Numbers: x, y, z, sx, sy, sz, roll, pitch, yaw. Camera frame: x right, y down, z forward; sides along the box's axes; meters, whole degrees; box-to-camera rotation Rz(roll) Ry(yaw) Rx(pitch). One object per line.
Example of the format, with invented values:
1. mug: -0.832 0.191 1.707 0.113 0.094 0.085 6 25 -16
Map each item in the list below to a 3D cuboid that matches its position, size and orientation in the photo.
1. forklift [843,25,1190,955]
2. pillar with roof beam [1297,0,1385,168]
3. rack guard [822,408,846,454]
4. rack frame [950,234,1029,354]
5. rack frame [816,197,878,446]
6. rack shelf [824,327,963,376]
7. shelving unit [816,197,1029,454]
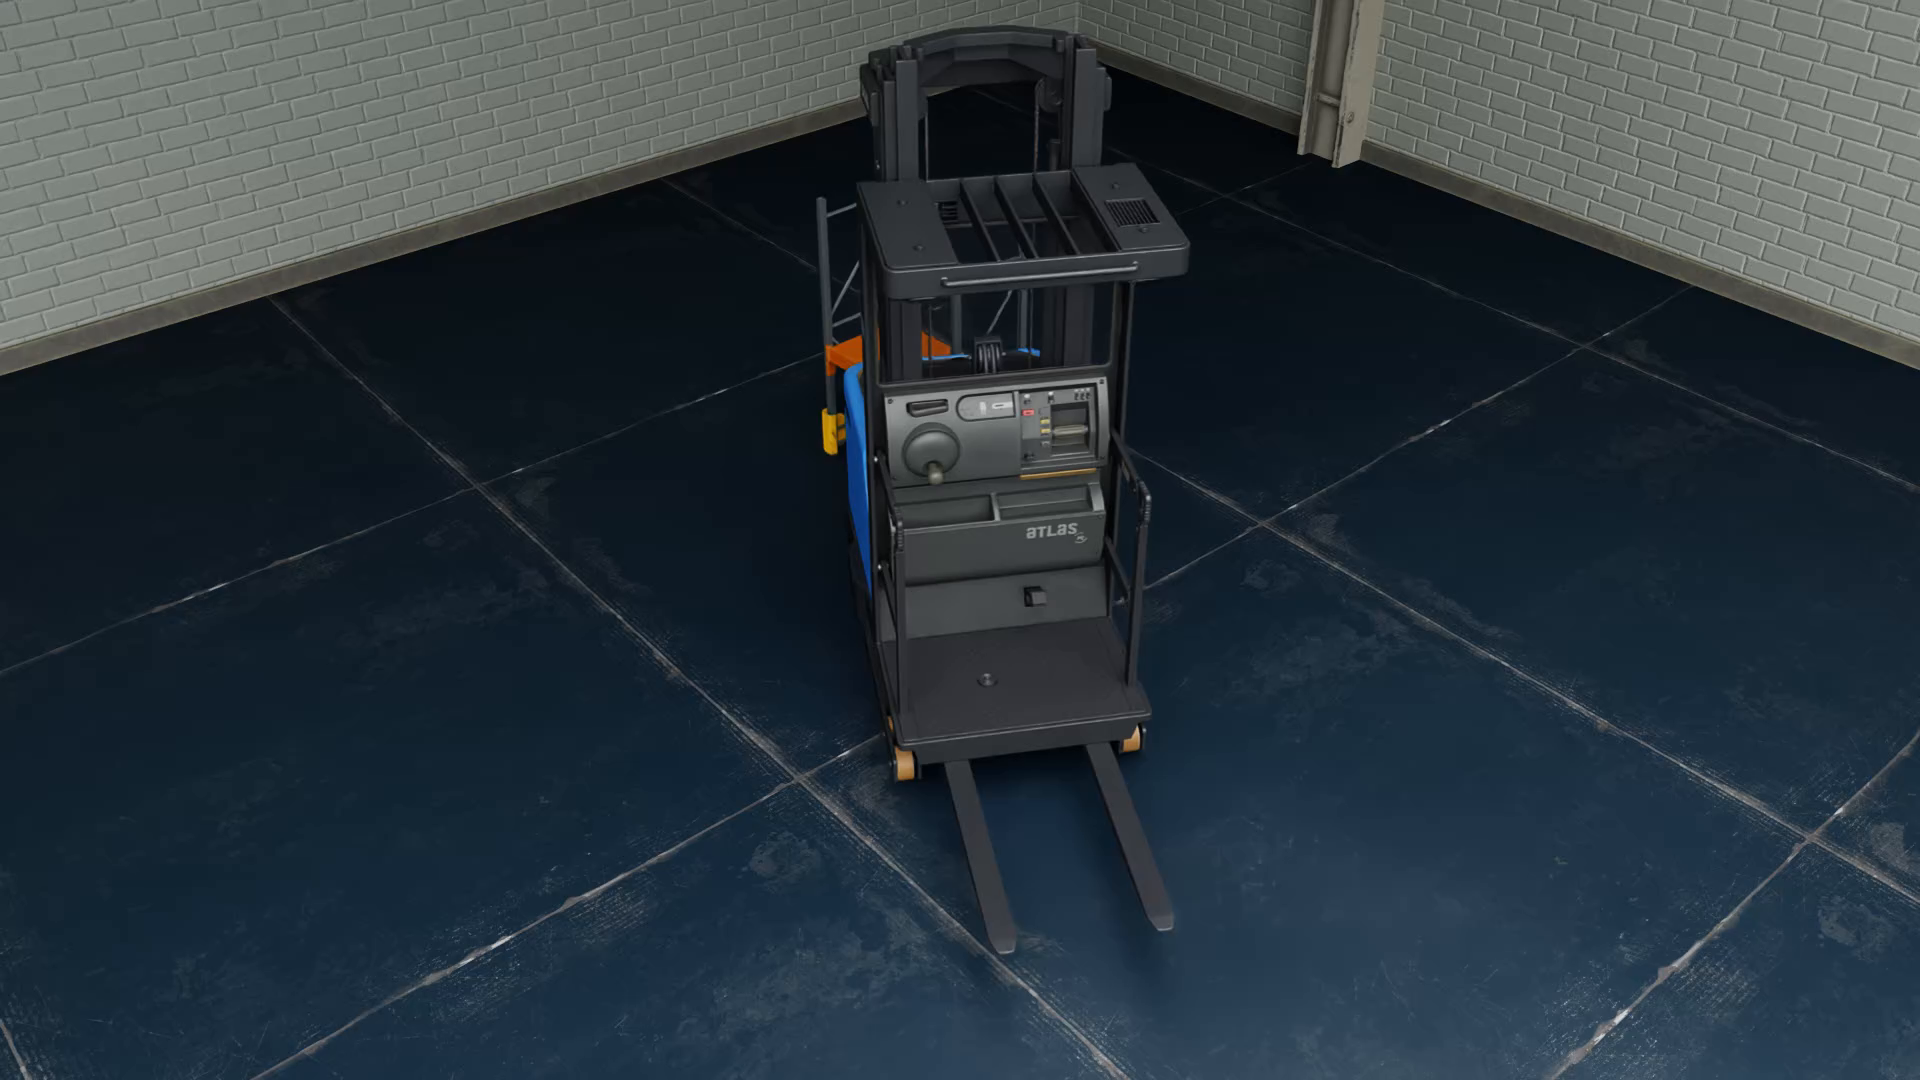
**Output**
1. forklift: 0.196 -0.386 6.661 1.130 2.935 3.031 -6 36 -8
2. pillar with roof beam: -0.437 -5.036 7.975 9.100 9.000 0.400 -26 43 -32
3. rack guard: -0.534 -0.712 9.440 0.587 0.250 0.087 -28 44 -34
4. rack frame: 0.146 -0.800 8.483 0.500 1.500 0.032 -28 44 -34
5. rack frame: -0.547 -1.230 9.090 0.500 1.500 0.032 -28 44 -34
6. rack shelf: -0.200 -0.868 8.890 0.538 0.185 1.000 -28 44 -34
7. shelving unit: -0.194 -1.011 8.781 0.587 1.500 1.083 -28 44 -34
